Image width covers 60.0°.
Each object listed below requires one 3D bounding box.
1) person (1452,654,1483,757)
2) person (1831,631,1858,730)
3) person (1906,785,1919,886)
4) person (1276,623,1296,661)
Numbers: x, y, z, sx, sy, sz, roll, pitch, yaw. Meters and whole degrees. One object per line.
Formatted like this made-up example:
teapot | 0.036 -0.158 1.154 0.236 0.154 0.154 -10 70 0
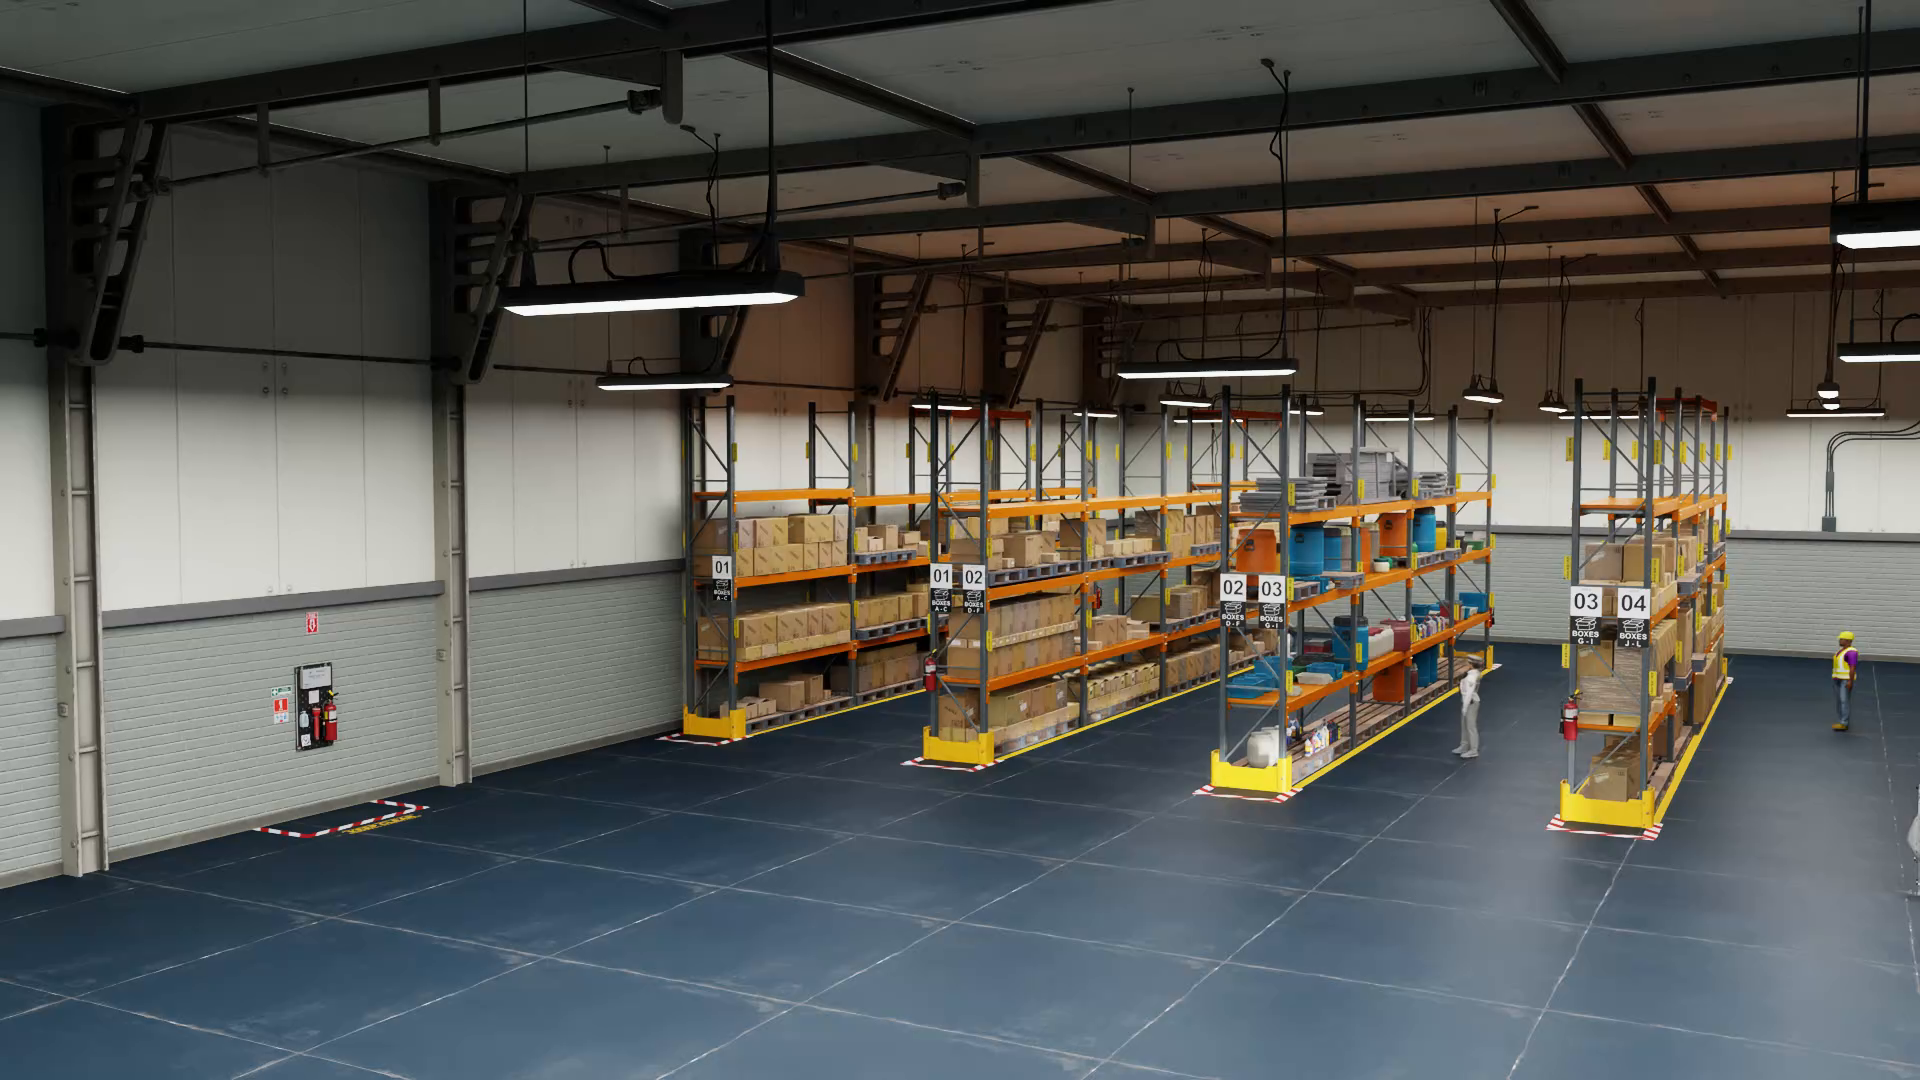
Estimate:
person | 8.379 2.719 27.423 0.451 1.669 0.551 0 3 9
person | 15.969 2.539 30.144 0.579 1.764 0.569 -1 3 -12
person | 11.064 3.169 18.860 0.422 1.668 0.621 0 3 4
person | 6.386 2.437 32.583 0.370 1.698 0.518 0 3 3
